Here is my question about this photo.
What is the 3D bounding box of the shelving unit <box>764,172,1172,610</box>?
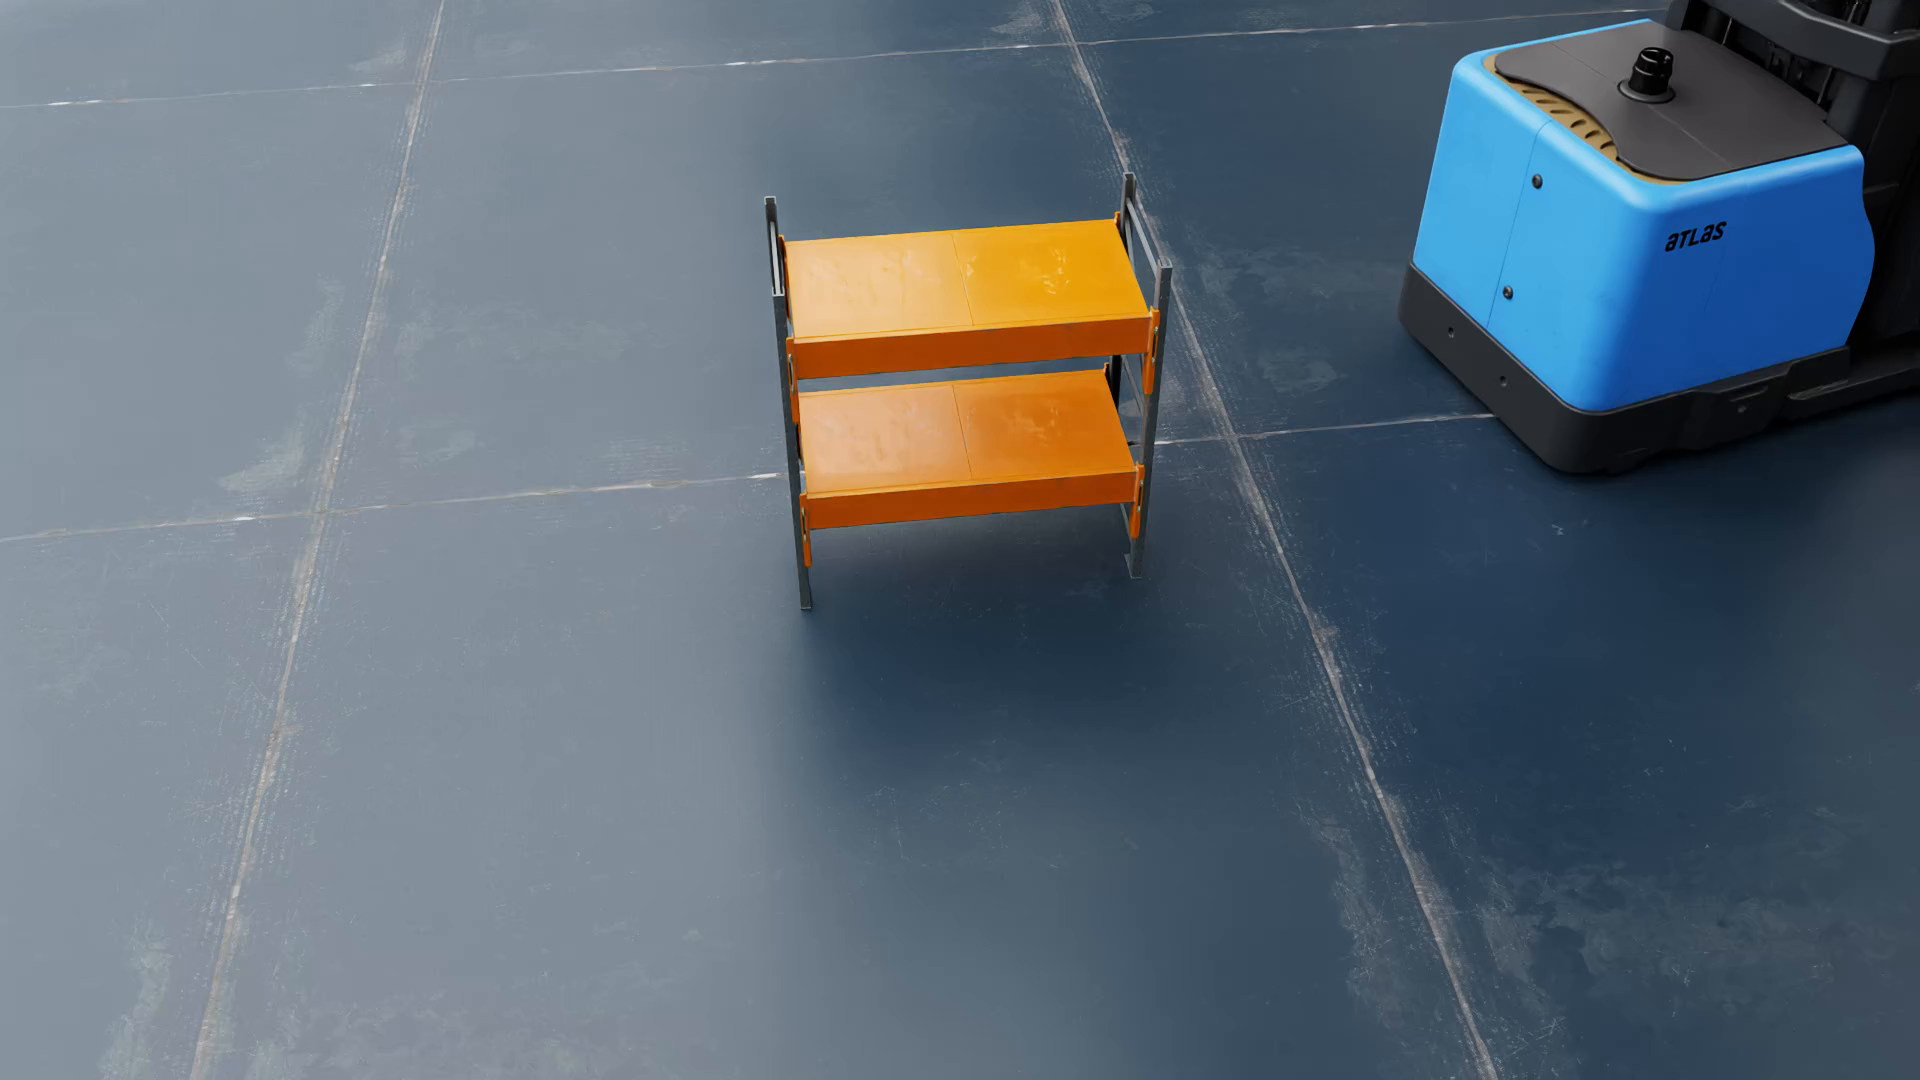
[{"bbox_3d":[0.007,-0.418,4.874,1.048,1.125,0.538,-5,42,-6],"label":"shelving unit"}]

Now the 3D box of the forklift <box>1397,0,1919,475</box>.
[{"bbox_3d":[3.156,-1.930,5.201,3.031,2.935,1.130,-15,44,-16],"label":"forklift"}]

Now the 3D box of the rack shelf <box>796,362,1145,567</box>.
[{"bbox_3d":[0.007,-0.237,5.038,1.000,0.278,0.538,-5,42,-6],"label":"rack shelf"}]

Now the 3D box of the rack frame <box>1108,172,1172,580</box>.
[{"bbox_3d":[0.511,-0.462,4.923,0.032,1.125,0.500,-5,42,-6],"label":"rack frame"}]

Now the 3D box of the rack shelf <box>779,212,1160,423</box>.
[{"bbox_3d":[0.007,-0.636,4.678,1.000,0.278,0.538,-5,42,-6],"label":"rack shelf"}]

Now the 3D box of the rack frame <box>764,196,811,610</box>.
[{"bbox_3d":[-0.497,-0.374,4.825,0.032,1.125,0.500,-5,42,-6],"label":"rack frame"}]
